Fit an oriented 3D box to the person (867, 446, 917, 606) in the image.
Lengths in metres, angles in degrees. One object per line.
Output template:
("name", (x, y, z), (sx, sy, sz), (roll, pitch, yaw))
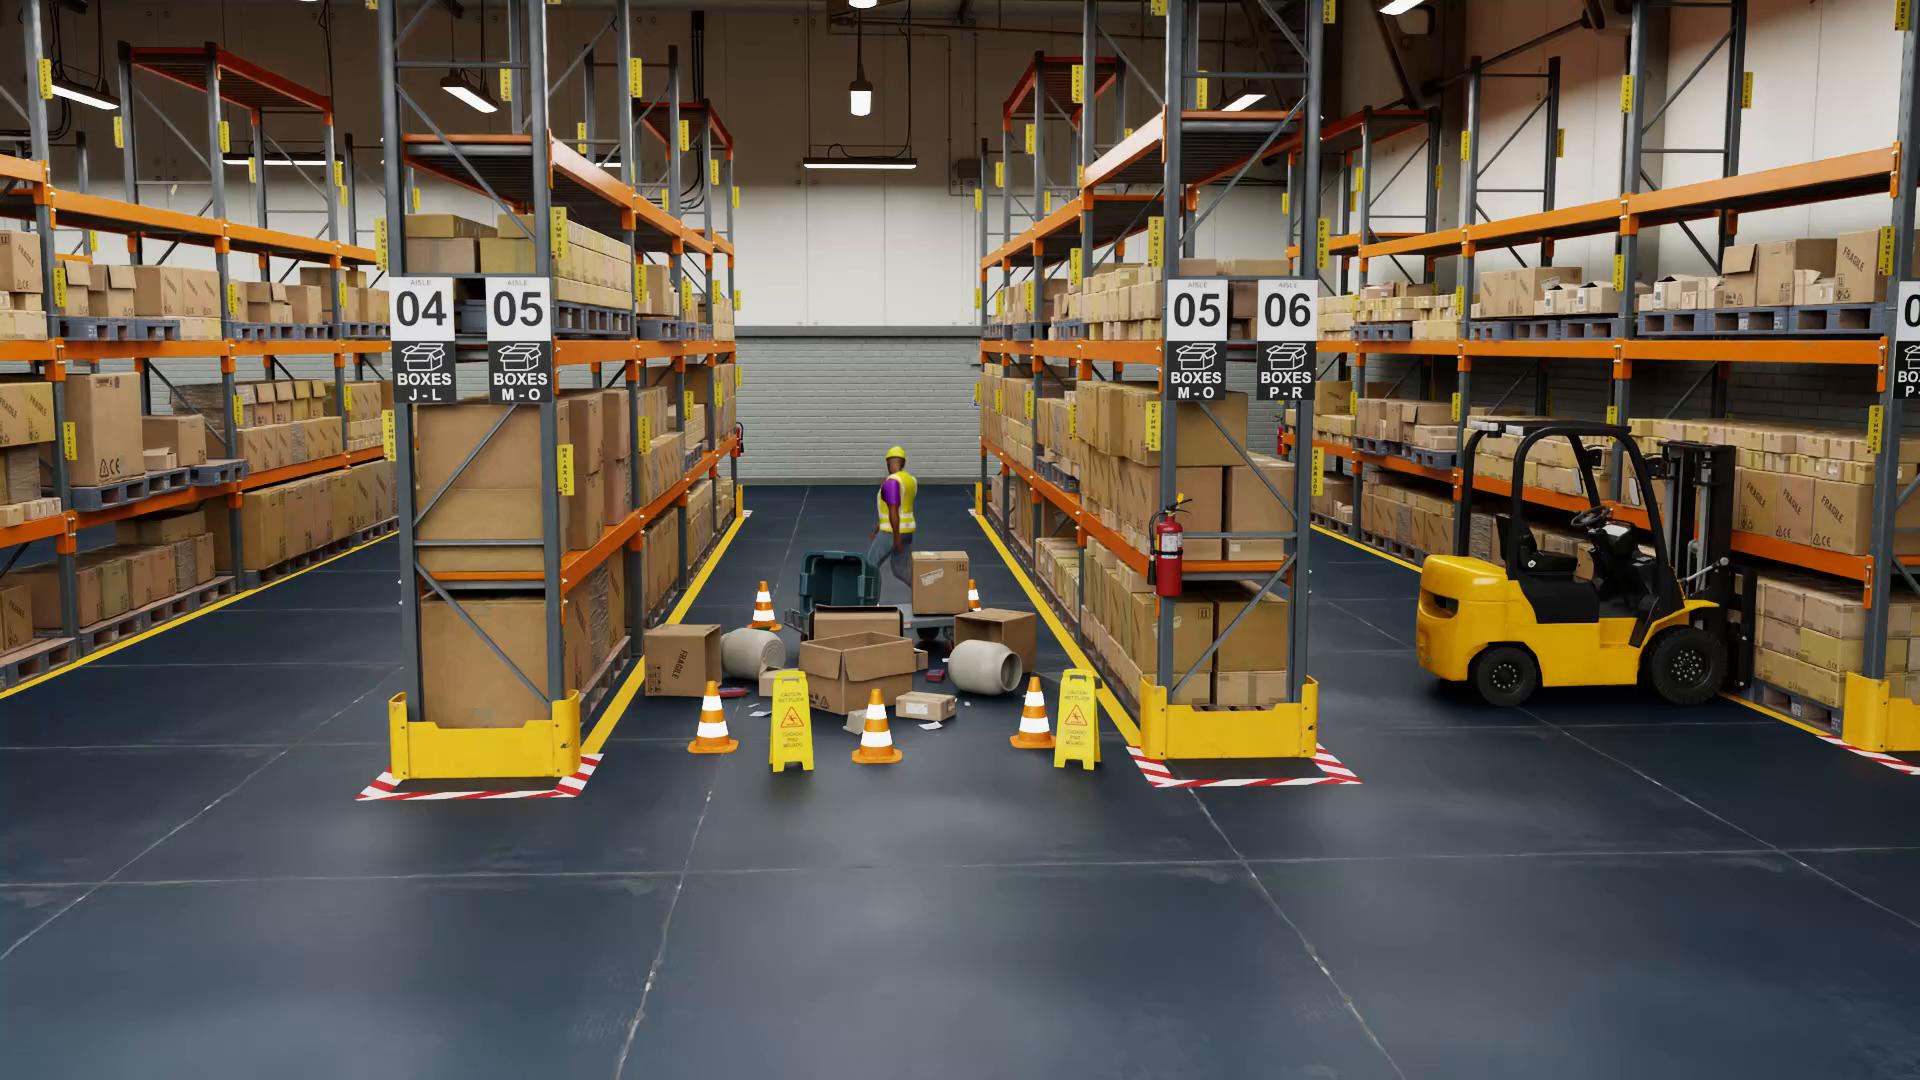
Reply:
("person", (-0.657, -0.090, 16.851), (0.822, 1.711, 0.604), (3, 8, 25))
